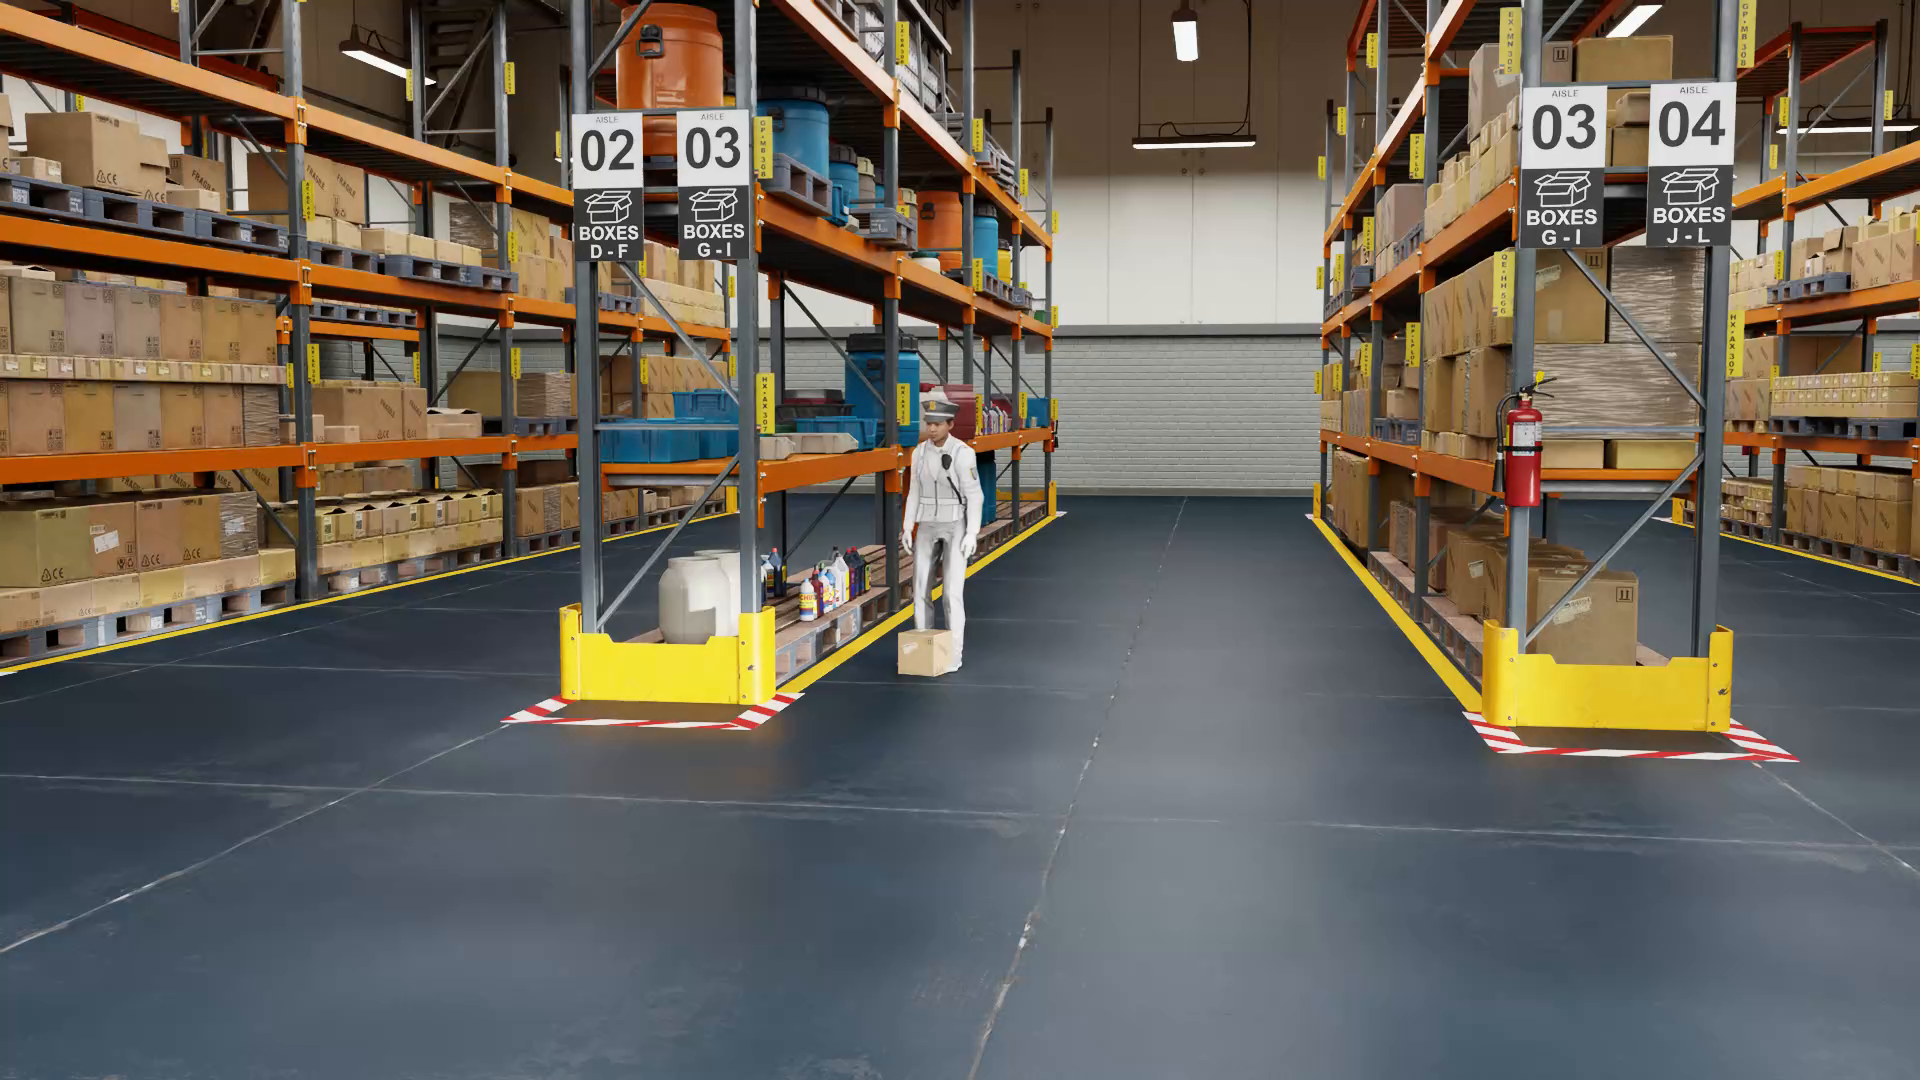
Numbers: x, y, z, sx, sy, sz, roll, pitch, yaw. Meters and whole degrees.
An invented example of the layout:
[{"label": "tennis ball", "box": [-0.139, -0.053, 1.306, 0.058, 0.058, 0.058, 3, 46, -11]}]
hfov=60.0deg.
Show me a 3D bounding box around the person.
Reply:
[{"label": "person", "box": [-0.119, -0.035, 10.311, 0.530, 1.664, 0.403, 2, 5, 28]}]
